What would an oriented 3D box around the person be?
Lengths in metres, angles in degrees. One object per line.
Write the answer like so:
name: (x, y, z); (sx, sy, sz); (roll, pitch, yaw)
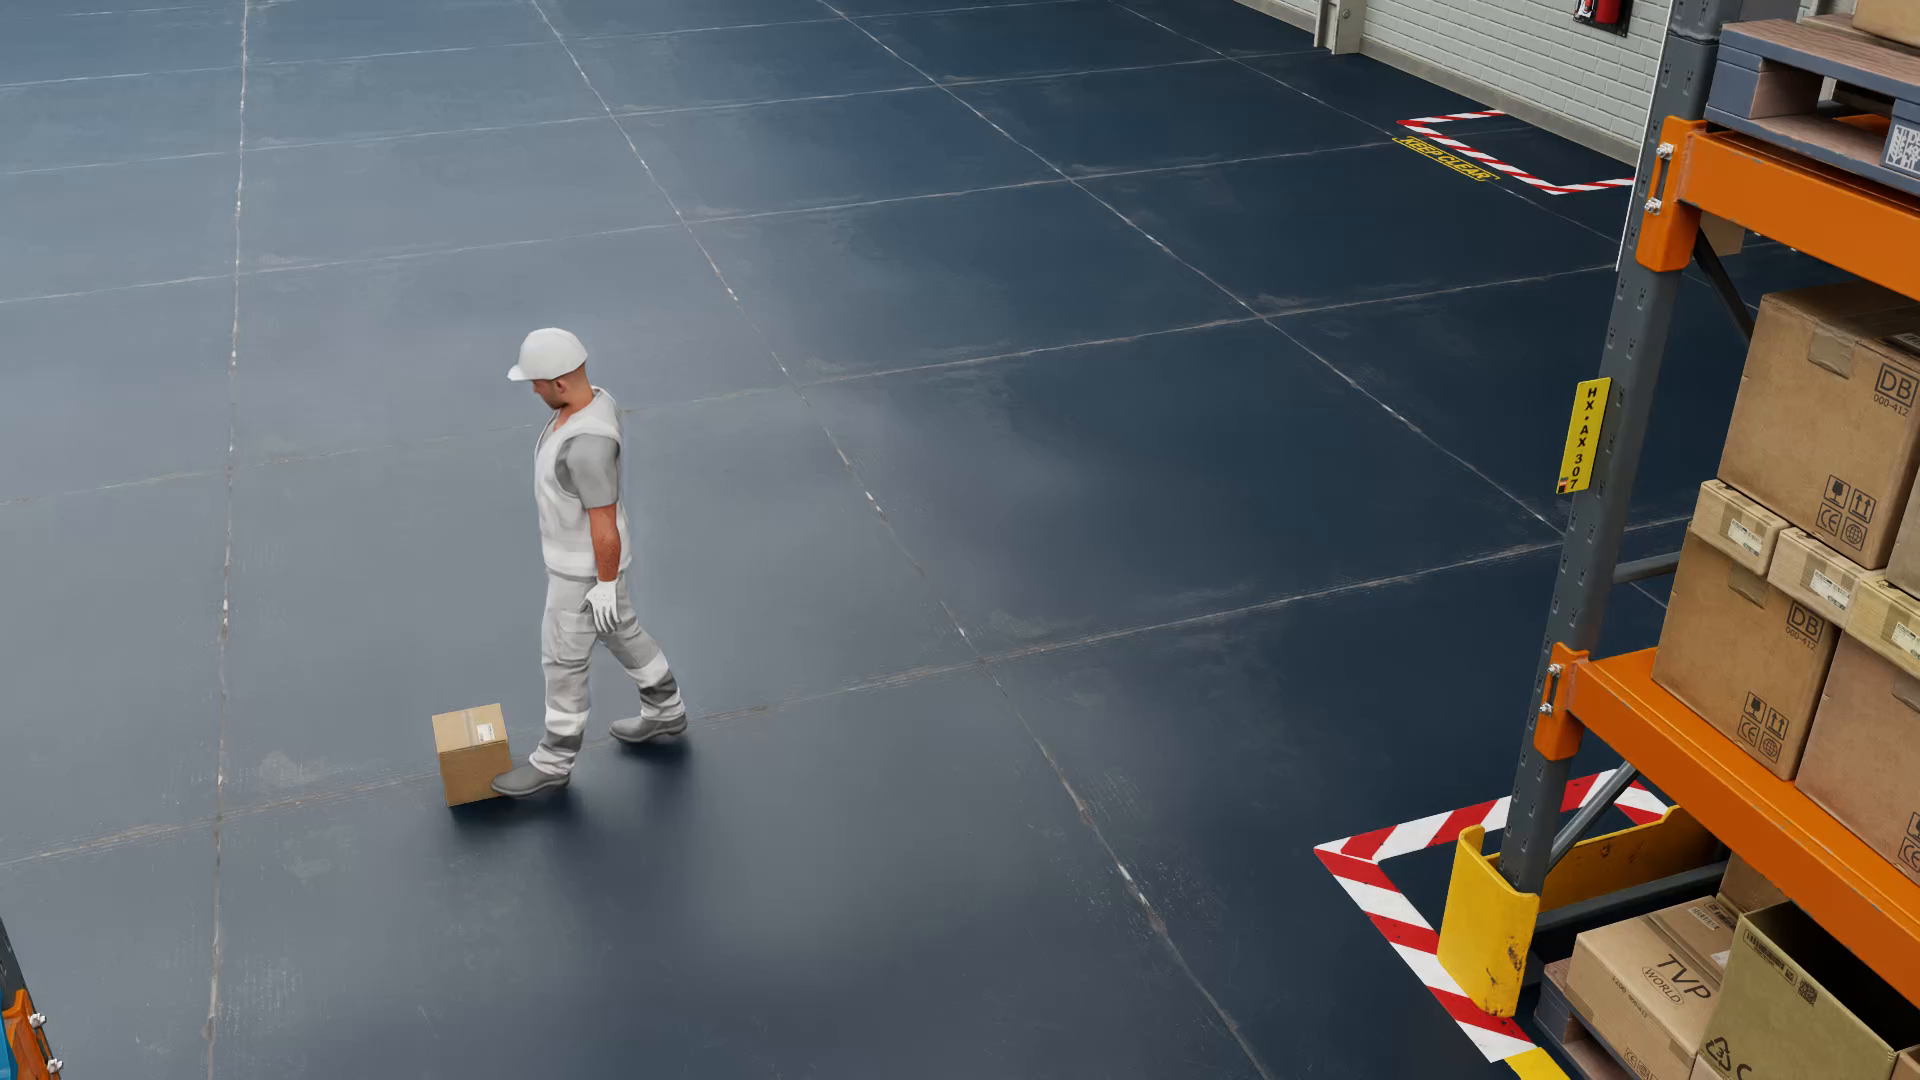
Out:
person: (-1.415, 0.070, 5.970); (0.748, 1.773, 0.607); (-7, 30, -12)
